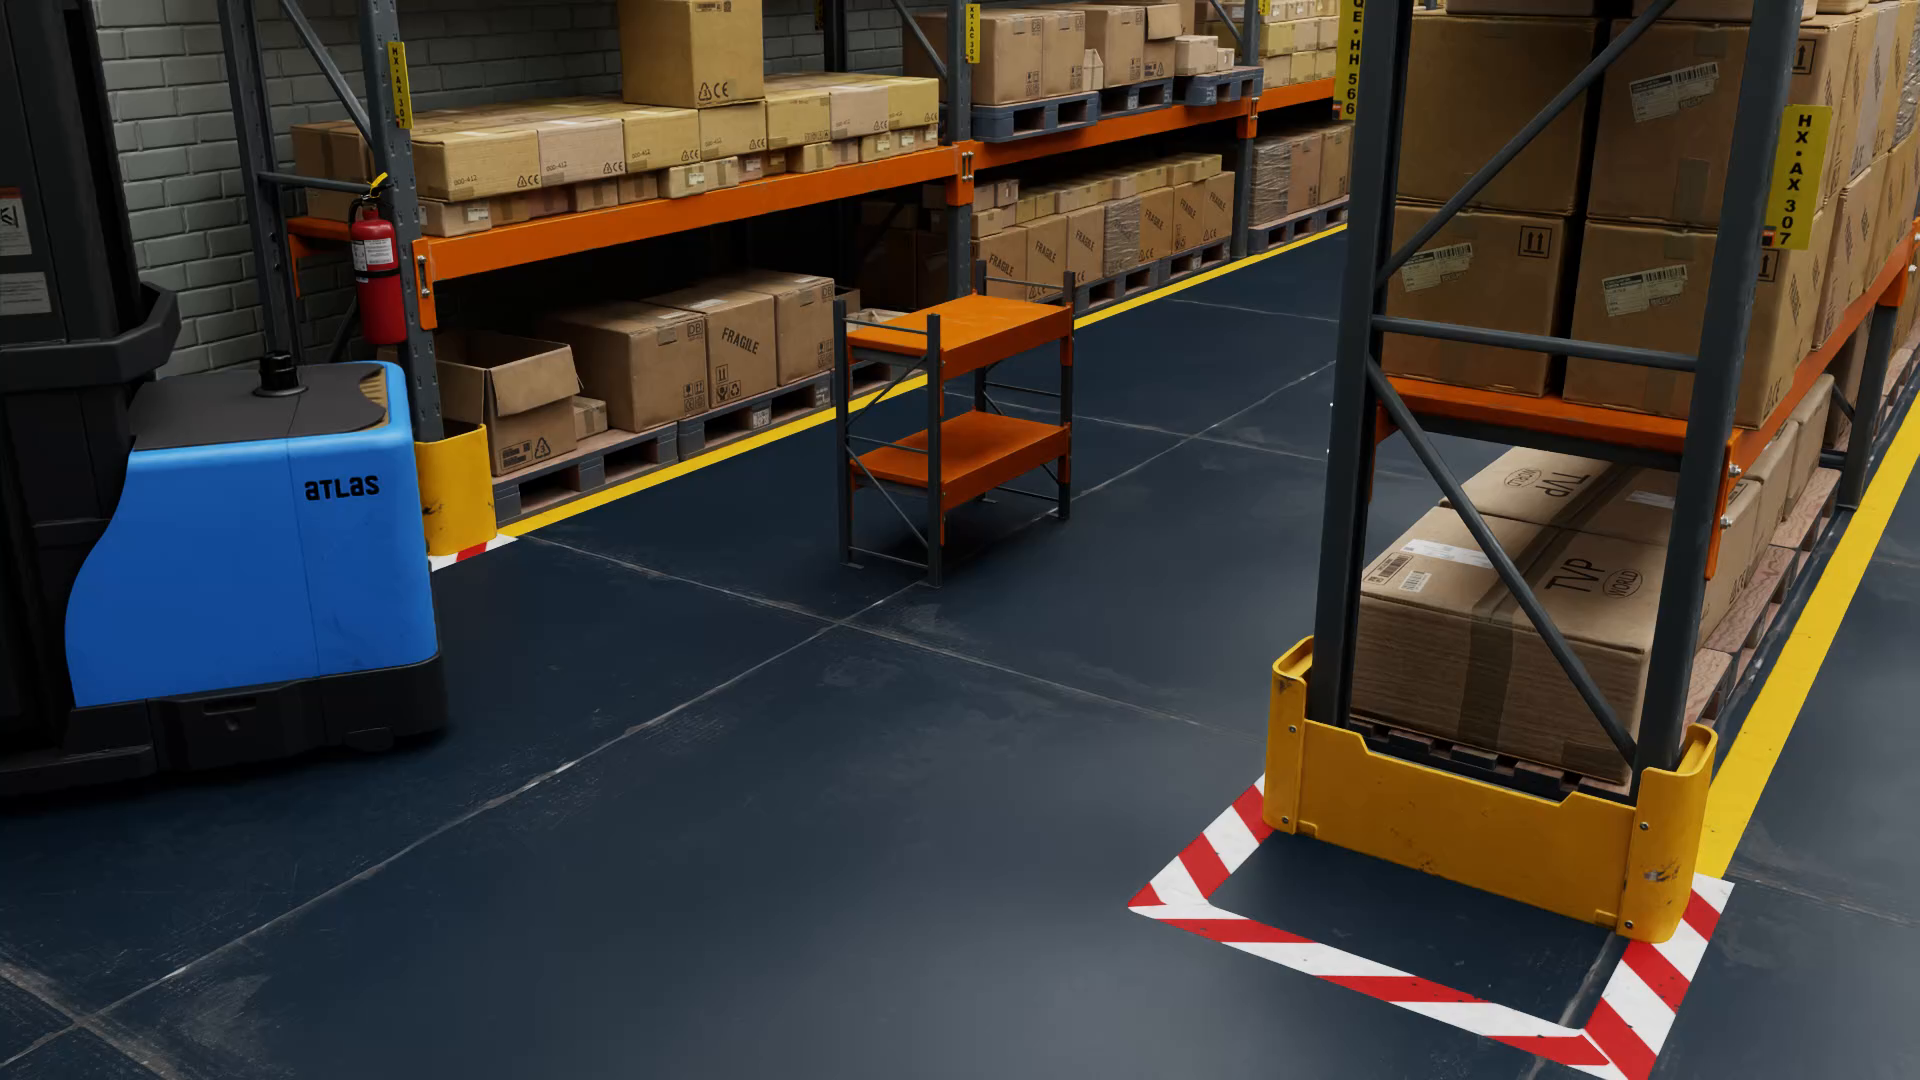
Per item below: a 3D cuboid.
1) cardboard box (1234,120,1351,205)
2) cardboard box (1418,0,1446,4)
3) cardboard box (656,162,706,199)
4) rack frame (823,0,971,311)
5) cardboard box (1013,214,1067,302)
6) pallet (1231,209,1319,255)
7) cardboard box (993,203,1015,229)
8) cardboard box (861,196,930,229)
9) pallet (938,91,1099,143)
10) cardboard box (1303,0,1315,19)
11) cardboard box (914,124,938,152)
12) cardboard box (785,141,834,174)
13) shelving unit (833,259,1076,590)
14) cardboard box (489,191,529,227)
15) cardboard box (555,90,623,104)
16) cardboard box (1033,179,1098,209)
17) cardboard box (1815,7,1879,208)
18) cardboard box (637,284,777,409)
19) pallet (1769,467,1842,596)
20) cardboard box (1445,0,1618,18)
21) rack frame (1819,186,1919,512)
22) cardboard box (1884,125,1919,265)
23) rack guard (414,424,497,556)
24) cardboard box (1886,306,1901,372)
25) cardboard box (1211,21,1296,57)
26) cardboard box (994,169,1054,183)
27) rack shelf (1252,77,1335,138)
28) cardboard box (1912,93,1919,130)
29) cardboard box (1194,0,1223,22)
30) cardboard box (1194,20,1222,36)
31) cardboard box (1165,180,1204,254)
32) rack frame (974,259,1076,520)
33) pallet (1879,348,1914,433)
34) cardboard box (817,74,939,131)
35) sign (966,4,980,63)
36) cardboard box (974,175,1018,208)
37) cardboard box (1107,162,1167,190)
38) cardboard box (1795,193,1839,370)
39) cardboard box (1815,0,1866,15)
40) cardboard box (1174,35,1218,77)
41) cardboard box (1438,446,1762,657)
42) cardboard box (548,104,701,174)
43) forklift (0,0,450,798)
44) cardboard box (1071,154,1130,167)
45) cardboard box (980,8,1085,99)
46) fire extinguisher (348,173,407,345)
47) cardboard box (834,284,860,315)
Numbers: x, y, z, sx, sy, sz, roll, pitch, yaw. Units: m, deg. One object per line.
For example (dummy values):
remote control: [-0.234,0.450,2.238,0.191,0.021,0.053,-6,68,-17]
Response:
cardboard box: [2.966,-3.407,14.969,0.875,0.625,0.625,12,24,30]
cardboard box: [4.511,-5.304,16.202,0.380,0.149,0.250,13,24,31]
cardboard box: [-1.455,-1.753,8.042,0.380,0.149,0.250,12,24,30]
rack frame: [-0.383,-2.618,10.018,1.000,3.000,0.127,13,24,32]
cardboard box: [0.366,-1.892,11.053,0.500,0.500,0.500,13,24,31]
pallet: [2.360,-2.686,14.222,1.003,0.211,1.213,13,24,32]
cardboard box: [0.130,-2.092,10.659,0.380,0.149,0.250,13,24,30]
cardboard box: [-0.415,-2.108,10.703,0.380,0.149,0.250,12,24,30]
pallet: [0.156,-2.735,10.613,1.003,0.211,1.213,13,24,32]
cardboard box: [2.697,-4.383,13.712,0.380,0.149,0.250,14,24,32]
cardboard box: [-0.354,-2.359,9.681,0.380,0.149,0.250,14,24,33]
cardboard box: [-0.898,-2.052,8.851,0.380,0.149,0.250,13,24,31]
shelving unit: [-0.004,-0.526,7.065,0.538,1.125,1.048,13,24,32]
cardboard box: [-2.115,-1.475,7.290,0.380,0.149,0.250,14,24,33]
cardboard box: [-1.725,-2.162,8.572,0.500,0.250,0.500,13,24,32]
cardboard box: [0.721,-2.384,11.450,0.380,0.149,0.250,14,25,34]
cardboard box: [2.266,-1.251,4.737,0.500,0.500,0.500,13,24,30]
cardboard box: [-1.317,-1.021,8.700,0.500,0.500,0.500,14,24,33]
pallet: [3.232,-0.140,7.339,1.003,0.211,1.213,13,24,32]
cardboard box: [1.512,-1.465,4.381,0.380,0.149,0.250,14,24,33]
rack frame: [3.724,-1.651,7.404,1.000,3.000,0.127,13,24,32]
cardboard box: [3.390,-1.366,6.490,0.500,0.500,0.500,13,24,31]
rack guard: [-2.589,-0.319,7.407,1.175,0.500,0.348,13,24,32]
cardboard box: [4.508,-1.305,8.927,0.875,0.875,0.875,14,25,33]
cardboard box: [2.338,-4.004,13.262,0.500,0.250,0.500,13,24,32]
cardboard box: [0.445,-2.555,11.910,0.380,0.149,0.250,12,24,30]
rack shelf: [2.990,-4.002,14.796,1.077,0.370,4.000,13,24,32]
cardboard box: [3.395,-1.833,6.312,0.500,0.500,0.500,13,24,31]
cardboard box: [1.881,-4.249,13.349,0.380,0.149,0.250,14,25,34]
cardboard box: [1.888,-4.112,13.554,0.500,0.250,0.500,14,24,33]
cardboard box: [1.516,-2.485,12.657,0.500,0.500,0.500,13,24,31]
rack frame: [0.282,-0.671,7.459,0.500,1.125,0.032,13,24,32]
pallet: [4.781,-0.930,9.476,1.003,0.211,1.213,13,24,32]
cardboard box: [-0.468,-2.493,9.468,0.500,0.250,0.500,14,24,33]
sign: [0.070,-2.920,9.587,0.100,0.325,0.005,13,24,32]
cardboard box: [0.145,-2.221,10.579,0.380,0.149,0.250,12,23,29]
cardboard box: [1.299,-2.685,12.262,0.380,0.149,0.250,14,25,33]
cardboard box: [2.244,-0.782,4.911,0.500,0.500,0.500,13,24,31]
cardboard box: [2.233,-1.512,4.509,0.380,0.149,0.250,14,25,33]
cardboard box: [1.540,-3.526,12.084,0.500,0.250,0.500,12,23,29]
cardboard box: [2.271,0.029,5.951,0.875,0.438,0.875,14,25,33]
cardboard box: [-1.588,-1.907,7.885,0.500,0.250,0.500,13,24,31]
forklift: [-3.253,-0.694,4.916,3.031,2.935,1.130,-7,21,-18]
cardboard box: [1.069,-2.847,12.701,0.380,0.149,0.250,14,24,33]
cardboard box: [0.365,-3.105,10.586,0.700,0.500,0.500,14,24,32]
fire extinguisher: [-2.332,-1.126,6.635,0.296,0.674,0.183,13,24,32]
cardboard box: [-0.950,-1.410,10.023,0.500,0.311,0.500,14,25,34]
